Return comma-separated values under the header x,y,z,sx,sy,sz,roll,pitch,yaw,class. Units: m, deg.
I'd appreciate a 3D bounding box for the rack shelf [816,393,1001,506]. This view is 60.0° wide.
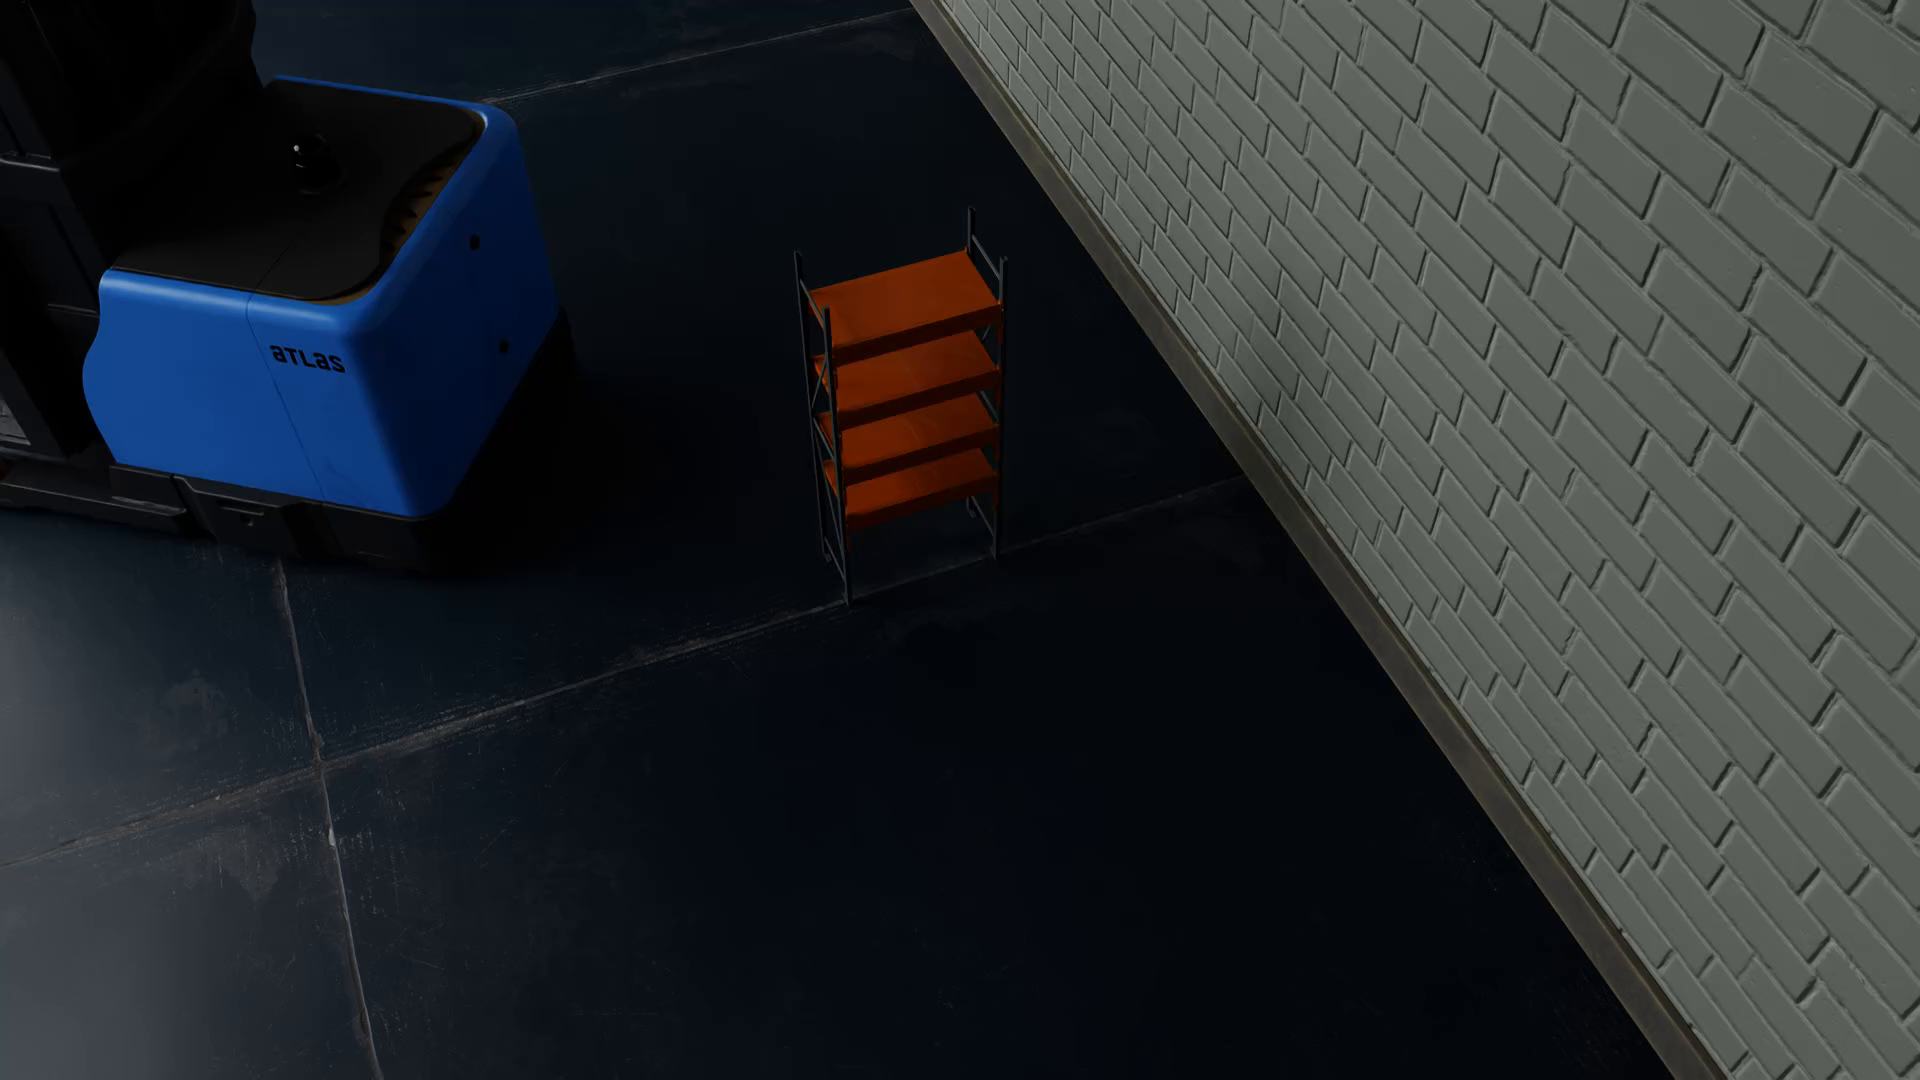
x,y,z,sx,sy,sz,roll,pitch,yaw,class
-0.153,-0.300,4.805,0.480,0.148,0.258,-17,52,-14,rack shelf

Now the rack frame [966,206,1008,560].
x,y,z,sx,sy,sz,roll,pitch,yaw,class
0.073,-0.413,4.814,0.015,1.200,0.240,-17,52,-14,rack frame

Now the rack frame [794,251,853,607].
x,y,z,sx,sy,sz,roll,pitch,yaw,class
-0.379,-0.273,4.694,0.015,1.200,0.240,-17,52,-14,rack frame

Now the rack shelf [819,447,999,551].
x,y,z,sx,sy,sz,roll,pitch,yaw,class
-0.153,-0.170,4.956,0.480,0.148,0.258,-17,52,-14,rack shelf

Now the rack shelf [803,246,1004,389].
x,y,z,sx,sy,sz,roll,pitch,yaw,class
-0.153,-0.599,4.456,0.480,0.148,0.258,-17,52,-14,rack shelf

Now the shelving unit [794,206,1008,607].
x,y,z,sx,sy,sz,roll,pitch,yaw,class
-0.153,-0.343,4.754,0.503,1.200,0.258,-17,52,-14,shelving unit

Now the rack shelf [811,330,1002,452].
x,y,z,sx,sy,sz,roll,pitch,yaw,class
-0.153,-0.445,4.635,0.480,0.148,0.258,-17,52,-14,rack shelf

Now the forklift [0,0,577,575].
x,y,z,sx,sy,sz,roll,pitch,yaw,class
-2.879,-1.442,4.557,3.031,2.935,1.130,10,50,9,forklift
